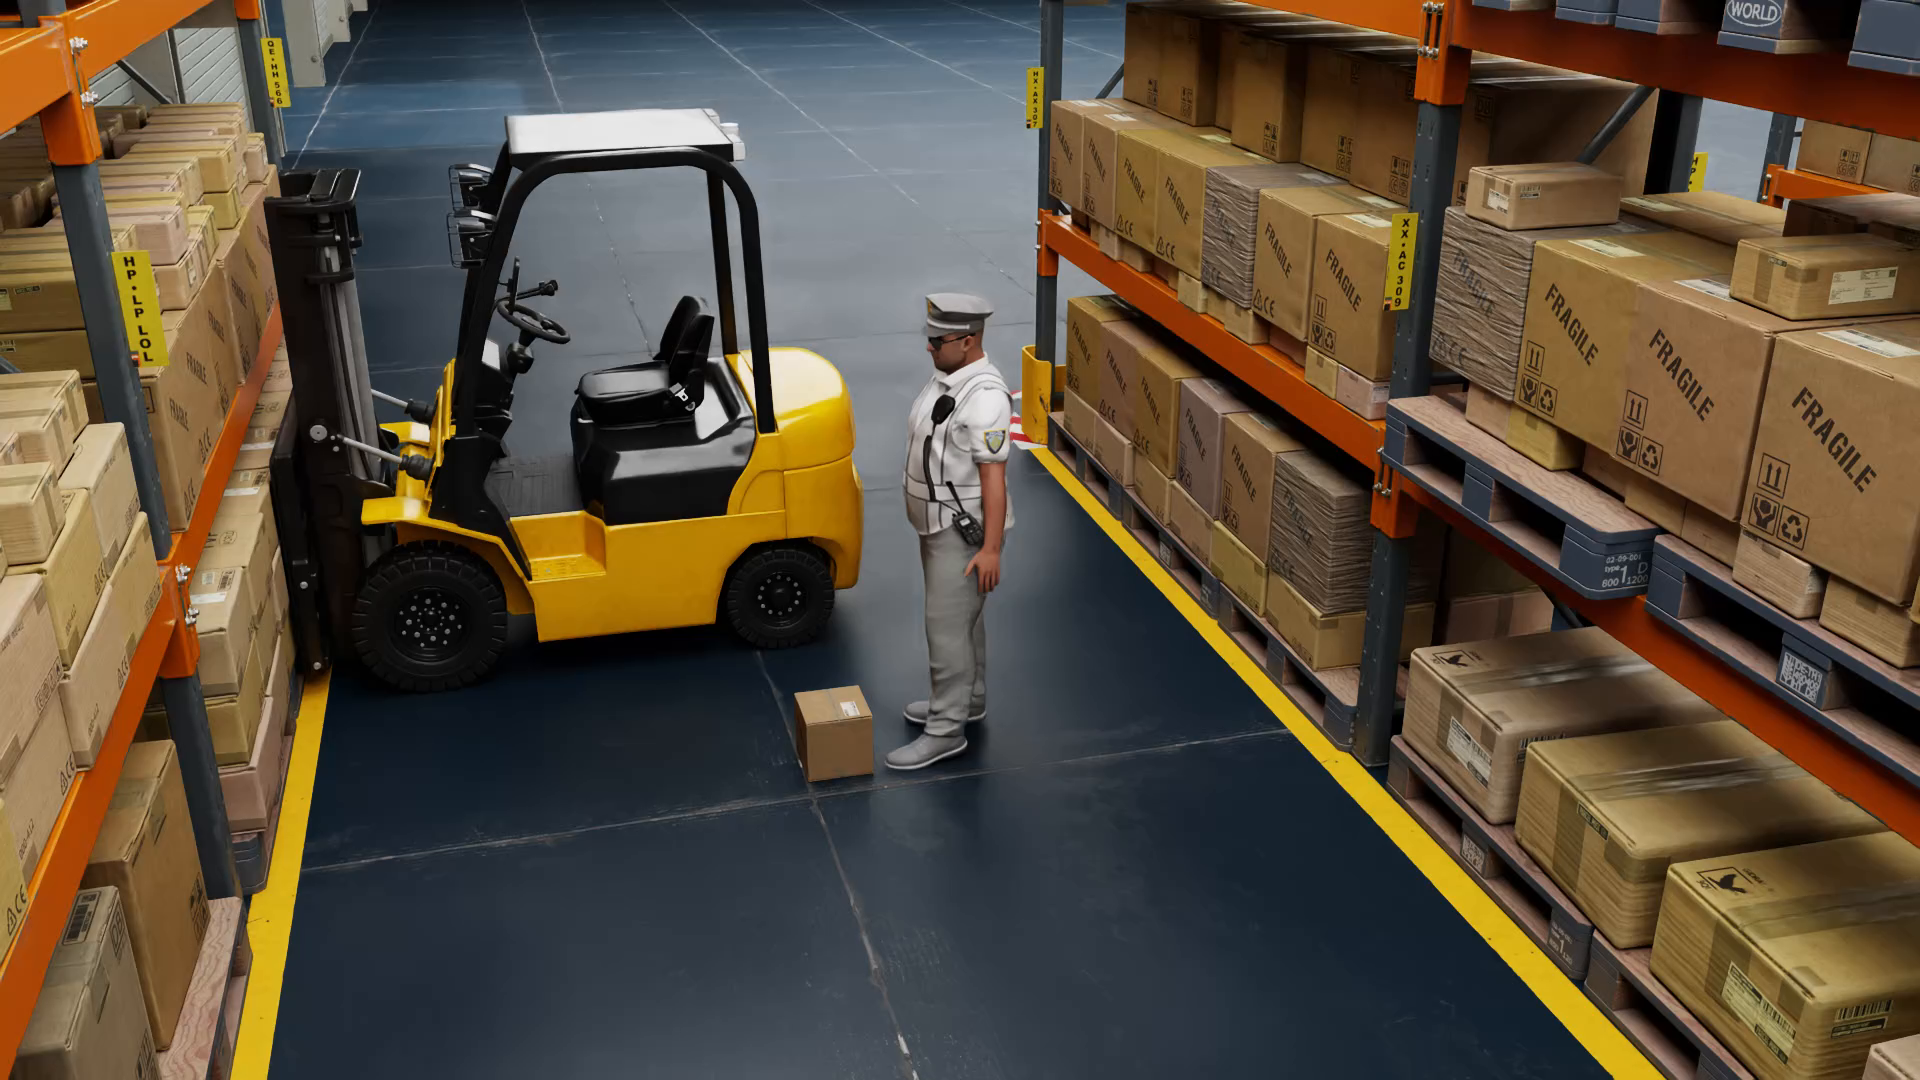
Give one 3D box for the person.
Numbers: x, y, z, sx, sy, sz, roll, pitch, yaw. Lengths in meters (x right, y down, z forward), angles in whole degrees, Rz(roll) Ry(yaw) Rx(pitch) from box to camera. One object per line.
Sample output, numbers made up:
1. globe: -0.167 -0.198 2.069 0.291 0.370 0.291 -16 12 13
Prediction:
1. person: -0.074 -0.038 6.171 0.526 1.766 0.594 -6 24 -14
